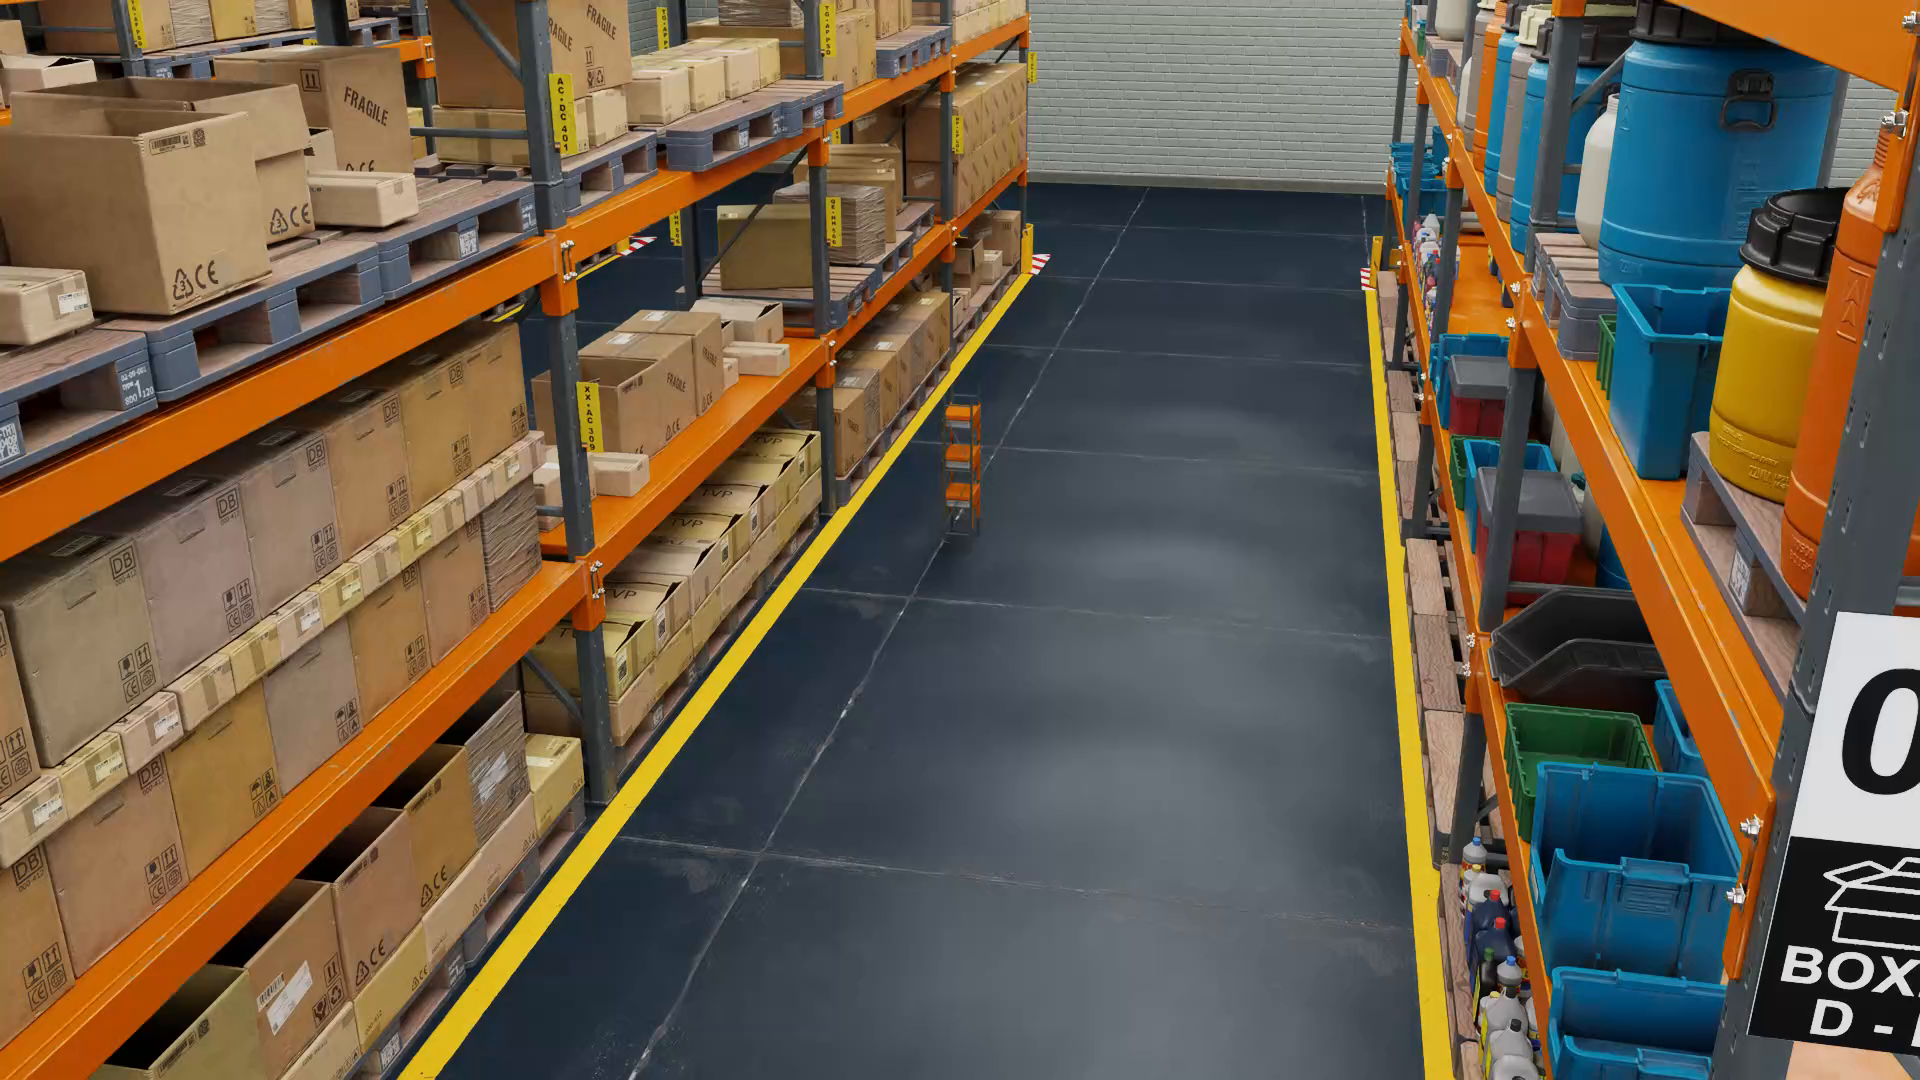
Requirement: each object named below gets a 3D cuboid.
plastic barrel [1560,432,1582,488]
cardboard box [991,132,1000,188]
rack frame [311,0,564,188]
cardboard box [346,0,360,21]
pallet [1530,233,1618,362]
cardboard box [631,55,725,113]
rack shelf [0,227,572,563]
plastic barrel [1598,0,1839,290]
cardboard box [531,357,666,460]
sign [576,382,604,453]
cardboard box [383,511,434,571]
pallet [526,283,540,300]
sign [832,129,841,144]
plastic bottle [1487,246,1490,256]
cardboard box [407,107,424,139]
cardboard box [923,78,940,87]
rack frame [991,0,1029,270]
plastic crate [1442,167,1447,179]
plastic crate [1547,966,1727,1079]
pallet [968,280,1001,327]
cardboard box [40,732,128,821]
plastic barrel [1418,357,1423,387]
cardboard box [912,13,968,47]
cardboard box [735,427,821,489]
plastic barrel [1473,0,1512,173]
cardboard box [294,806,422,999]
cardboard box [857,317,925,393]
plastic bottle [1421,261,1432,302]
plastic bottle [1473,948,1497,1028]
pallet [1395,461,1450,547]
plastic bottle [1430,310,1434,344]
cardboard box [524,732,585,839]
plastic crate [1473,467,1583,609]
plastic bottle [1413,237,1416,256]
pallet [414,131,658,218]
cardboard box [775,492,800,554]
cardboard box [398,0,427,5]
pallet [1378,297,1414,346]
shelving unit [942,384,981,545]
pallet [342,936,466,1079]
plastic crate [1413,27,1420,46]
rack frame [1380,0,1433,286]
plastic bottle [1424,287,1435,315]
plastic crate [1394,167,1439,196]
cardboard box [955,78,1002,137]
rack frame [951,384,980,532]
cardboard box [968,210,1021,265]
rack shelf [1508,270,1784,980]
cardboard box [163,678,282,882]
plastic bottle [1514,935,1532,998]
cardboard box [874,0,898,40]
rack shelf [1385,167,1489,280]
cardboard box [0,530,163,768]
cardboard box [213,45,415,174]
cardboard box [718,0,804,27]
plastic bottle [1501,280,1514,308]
[{"bbox_3d":[3.211,-0.435,8.237,0.433,0.535,0.433,0,22,0],"label":"plastic barrel"},{"bbox_3d":[0.114,-3.844,16.748,0.500,0.500,0.500,4,22,10],"label":"cardboard box"},{"bbox_3d":[-2.197,-2.932,6.589,1.000,3.000,0.127,4,22,11],"label":"rack frame"},{"bbox_3d":[-5.702,-4.780,14.469,0.700,0.500,0.500,3,22,8],"label":"cardboard box"},{"bbox_3d":[2.600,-0.803,5.570,1.213,0.211,1.003,4,22,11],"label":"pallet"},{"bbox_3d":[-1.635,-2.557,9.312,0.500,0.250,0.500,4,22,10],"label":"cardboard box"},{"bbox_3d":[-2.605,-0.476,5.467,1.077,0.370,4.000,4,22,11],"label":"rack shelf"},{"bbox_3d":[2.344,-1.233,5.153,0.600,0.901,0.708,4,22,11],"label":"plastic barrel"},{"bbox_3d":[-1.917,-0.668,8.864,0.500,0.500,0.500,6,23,15],"label":"cardboard box"},{"bbox_3d":[-1.653,-0.546,7.429,0.100,0.325,0.005,4,22,11],"label":"sign"},{"bbox_3d":[-2.252,-0.009,6.359,0.380,0.149,0.250,4,22,11],"label":"cardboard box"},{"bbox_3d":[-4.936,-2.878,18.216,1.003,0.211,1.213,4,22,11],"label":"pallet"},{"bbox_3d":[-1.097,-3.515,14.908,0.100,0.325,0.005,4,22,11],"label":"sign"},{"bbox_3d":[4.394,-2.438,13.658,0.097,0.201,0.097,0,22,0],"label":"plastic bottle"},{"bbox_3d":[-5.260,-3.803,15.218,0.500,0.250,0.500,5,22,12],"label":"cardboard box"},{"bbox_3d":[-0.406,-4.346,16.657,0.500,0.500,0.500,4,22,10],"label":"cardboard box"},{"bbox_3d":[0.252,-4.538,18.607,1.000,3.000,0.127,4,22,11],"label":"rack frame"},{"bbox_3d":[5.038,-3.648,16.668,0.396,0.136,0.243,4,22,11],"label":"plastic crate"},{"bbox_3d":[1.783,1.318,4.264,0.499,0.251,0.408,4,22,11],"label":"plastic crate"},{"bbox_3d":[-0.177,-2.480,17.230,1.003,0.211,1.213,4,22,11],"label":"pallet"},{"bbox_3d":[-2.619,0.651,4.719,0.380,0.149,0.250,5,22,11],"label":"cardboard box"},{"bbox_3d":[4.156,-1.720,13.856,0.600,0.901,0.708,4,22,11],"label":"plastic barrel"},{"bbox_3d":[-0.223,-4.556,14.837,0.500,0.250,0.500,4,22,11],"label":"cardboard box"},{"bbox_3d":[-1.246,-0.582,11.150,0.500,0.311,0.500,5,22,12],"label":"cardboard box"},{"bbox_3d":[2.954,-2.301,8.462,0.600,0.830,0.708,4,22,11],"label":"plastic barrel"},{"bbox_3d":[-2.377,1.319,6.179,0.500,0.500,0.500,4,22,11],"label":"cardboard box"},{"bbox_3d":[-0.596,-1.554,13.954,0.500,0.500,0.500,5,22,12],"label":"cardboard box"},{"bbox_3d":[3.431,-1.894,12.198,0.061,0.283,0.133,4,22,11],"label":"plastic bottle"},{"bbox_3d":[1.968,1.675,6.226,0.061,0.283,0.133,5,23,13],"label":"plastic bottle"},{"bbox_3d":[3.588,-0.231,11.646,1.003,0.211,1.213,4,22,11],"label":"pallet"},{"bbox_3d":[3.180,-1.444,11.080,0.061,0.283,0.133,4,22,11],"label":"plastic bottle"},{"bbox_3d":[-2.078,1.117,7.682,0.500,0.250,0.500,4,22,11],"label":"cardboard box"},{"bbox_3d":[2.451,-0.001,7.254,0.402,0.464,0.583,4,22,11],"label":"plastic crate"},{"bbox_3d":[3.759,-2.410,13.589,0.097,0.201,0.097,0,22,0],"label":"plastic bottle"},{"bbox_3d":[-2.030,-1.776,7.988,0.805,0.209,1.217,4,22,9],"label":"pallet"},{"bbox_3d":[-1.351,-0.132,10.784,0.500,0.250,0.500,4,22,10],"label":"cardboard box"},{"bbox_3d":[-5.016,-5.247,15.857,0.500,0.250,0.500,4,22,11],"label":"cardboard box"},{"bbox_3d":[4.643,-2.122,16.340,1.003,0.211,1.213,4,22,11],"label":"pallet"},{"bbox_3d":[0.011,-0.507,11.206,0.215,1.050,0.252,4,22,11],"label":"shelving unit"},{"bbox_3d":[-2.647,1.879,6.405,1.003,0.211,1.213,4,22,11],"label":"pallet"},{"bbox_3d":[4.171,-4.460,14.749,0.293,0.136,0.466,4,22,11],"label":"plastic crate"},{"bbox_3d":[5.100,-4.159,17.666,1.000,3.000,0.127,4,22,11],"label":"rack frame"},{"bbox_3d":[3.360,-1.696,11.816,0.097,0.201,0.097,0,22,0],"label":"plastic bottle"},{"bbox_3d":[4.398,-3.453,16.056,0.416,0.233,0.300,4,22,11],"label":"plastic crate"},{"bbox_3d":[0.122,-4.302,16.548,0.500,0.500,0.500,5,23,13],"label":"cardboard box"},{"bbox_3d":[0.036,-0.551,11.317,0.200,1.050,0.008,4,22,11],"label":"rack frame"},{"bbox_3d":[0.382,-3.365,18.451,0.500,0.500,0.500,4,22,11],"label":"cardboard box"},{"bbox_3d":[2.243,-0.097,4.526,1.077,0.370,4.000,4,22,11],"label":"rack shelf"},{"bbox_3d":[-2.696,0.724,5.408,0.700,0.500,0.500,5,22,11],"label":"cardboard box"},{"bbox_3d":[2.169,1.617,6.387,0.097,0.271,0.097,0,22,0],"label":"plastic bottle"},{"bbox_3d":[-0.853,-4.329,13.243,0.600,0.600,0.600,4,22,10],"label":"cardboard box"},{"bbox_3d":[4.692,-3.094,15.984,1.077,0.370,4.000,4,22,11],"label":"rack shelf"},{"bbox_3d":[-2.792,0.283,4.764,0.700,0.500,0.500,4,22,10],"label":"cardboard box"},{"bbox_3d":[-2.558,-1.683,6.618,0.500,0.500,0.500,6,23,15],"label":"cardboard box"},{"bbox_3d":[-1.285,-3.673,10.971,0.500,0.500,0.500,4,22,11],"label":"cardboard box"},{"bbox_3d":[4.016,-1.872,12.052,0.144,0.351,0.185,4,22,11],"label":"plastic bottle"}]
